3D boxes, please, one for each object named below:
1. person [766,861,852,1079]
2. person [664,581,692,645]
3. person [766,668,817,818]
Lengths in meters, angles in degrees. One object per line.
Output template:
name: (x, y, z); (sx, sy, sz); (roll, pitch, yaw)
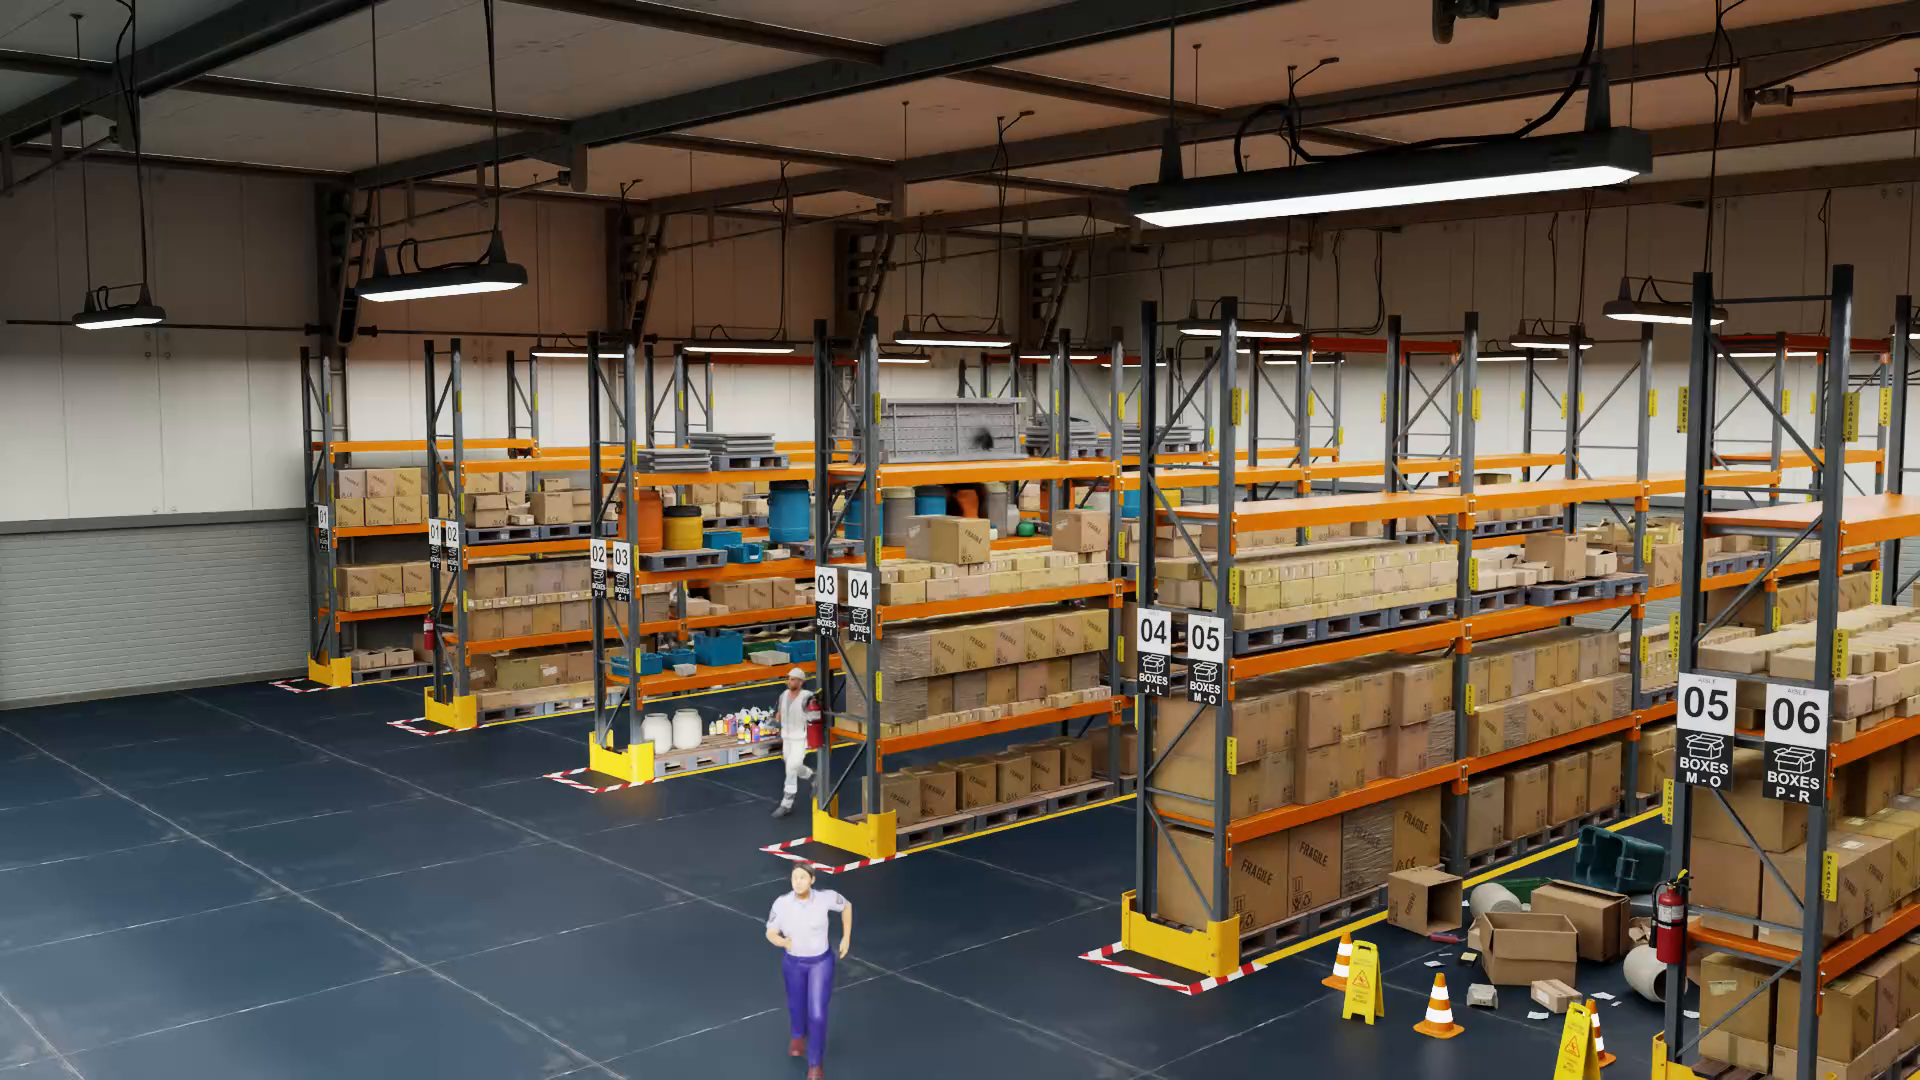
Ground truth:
person: (-1.141, 3.249, 12.601); (0.611, 1.689, 0.871); (0, 5, 5)
person: (-5.436, 1.479, 32.018); (0.599, 1.708, 0.878); (4, 6, 39)
person: (-1.999, 2.463, 20.551); (0.666, 1.789, 0.951); (4, 6, 39)
